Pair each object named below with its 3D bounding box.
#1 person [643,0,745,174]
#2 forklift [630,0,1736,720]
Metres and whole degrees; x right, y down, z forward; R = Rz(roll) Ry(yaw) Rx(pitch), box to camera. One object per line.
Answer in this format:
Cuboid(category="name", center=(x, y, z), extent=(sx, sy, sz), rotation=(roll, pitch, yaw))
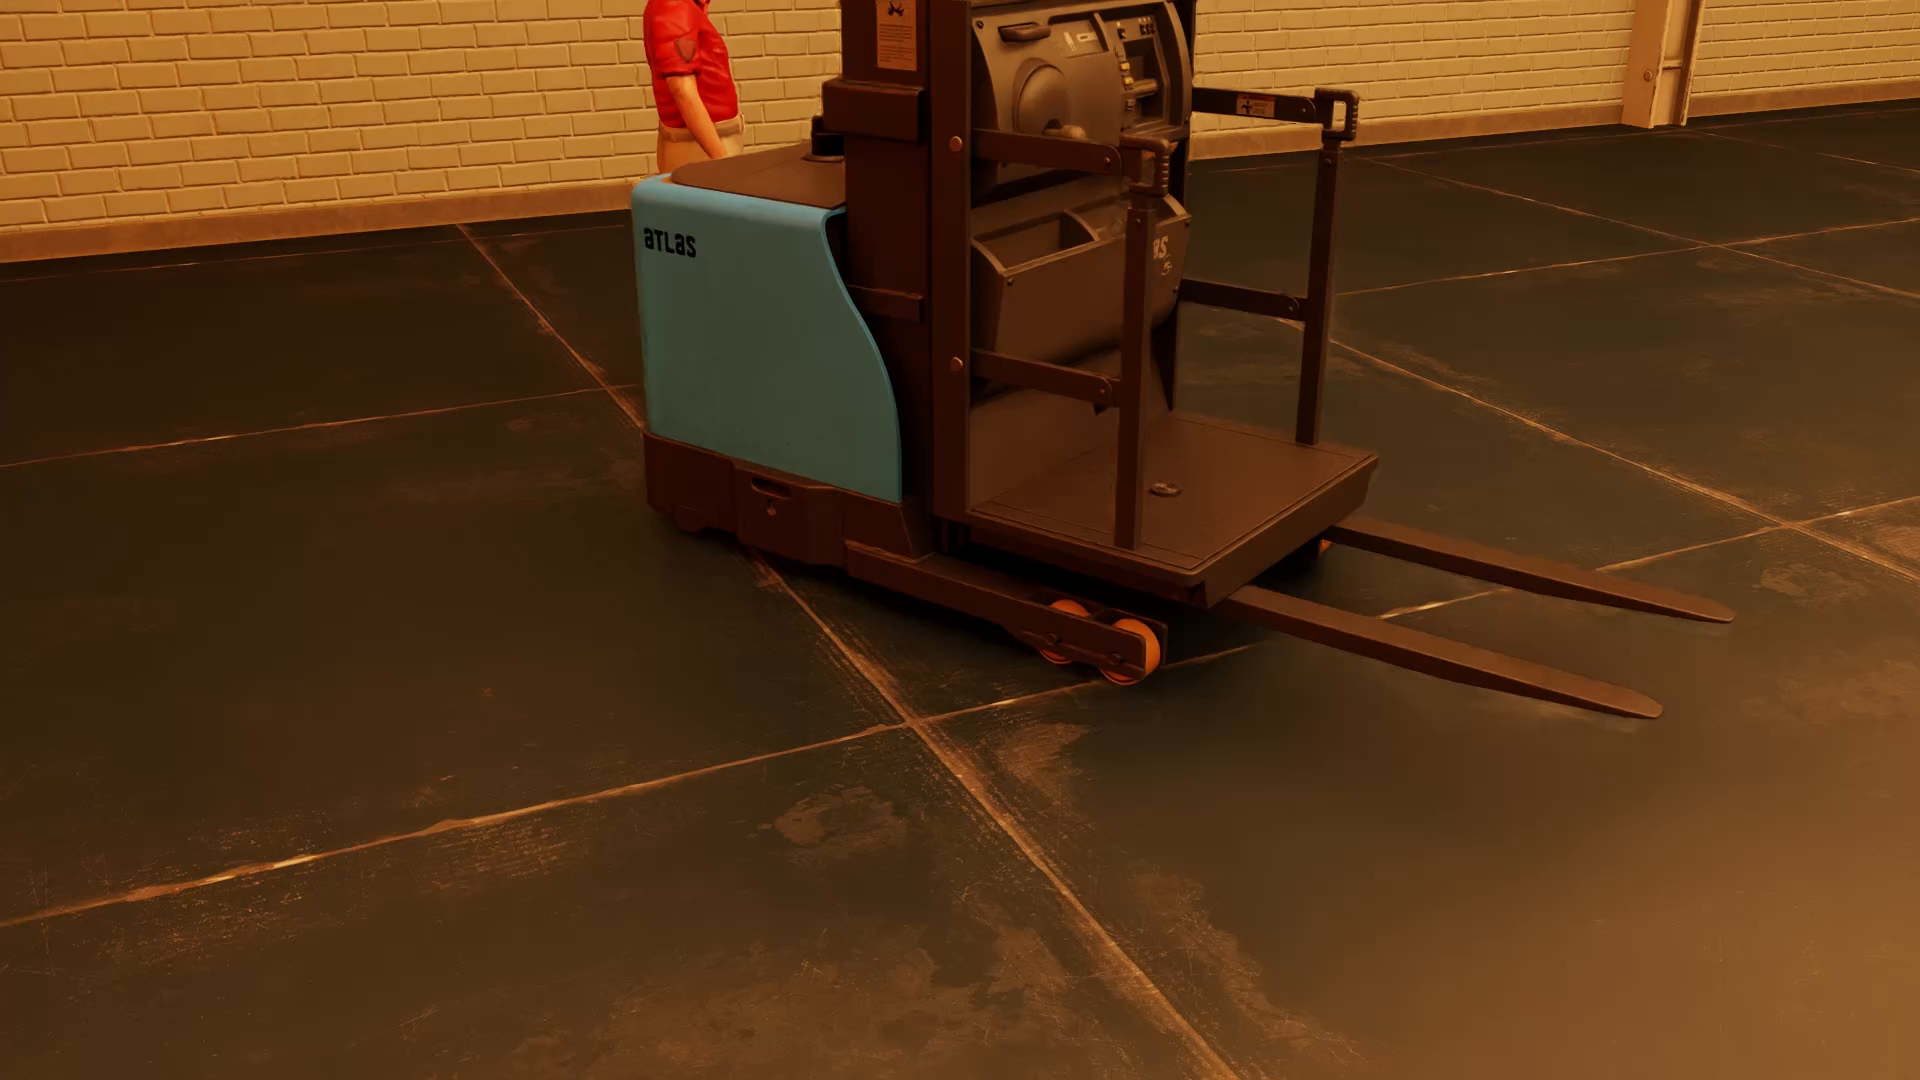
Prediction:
Cuboid(category="person", center=(-0.887, -1.428, 6.279), extent=(0.528, 1.730, 0.640), rotation=(-7, 24, -16))
Cuboid(category="forklift", center=(0.502, -1.215, 4.211), extent=(3.031, 2.935, 1.130), rotation=(16, 28, 34))
